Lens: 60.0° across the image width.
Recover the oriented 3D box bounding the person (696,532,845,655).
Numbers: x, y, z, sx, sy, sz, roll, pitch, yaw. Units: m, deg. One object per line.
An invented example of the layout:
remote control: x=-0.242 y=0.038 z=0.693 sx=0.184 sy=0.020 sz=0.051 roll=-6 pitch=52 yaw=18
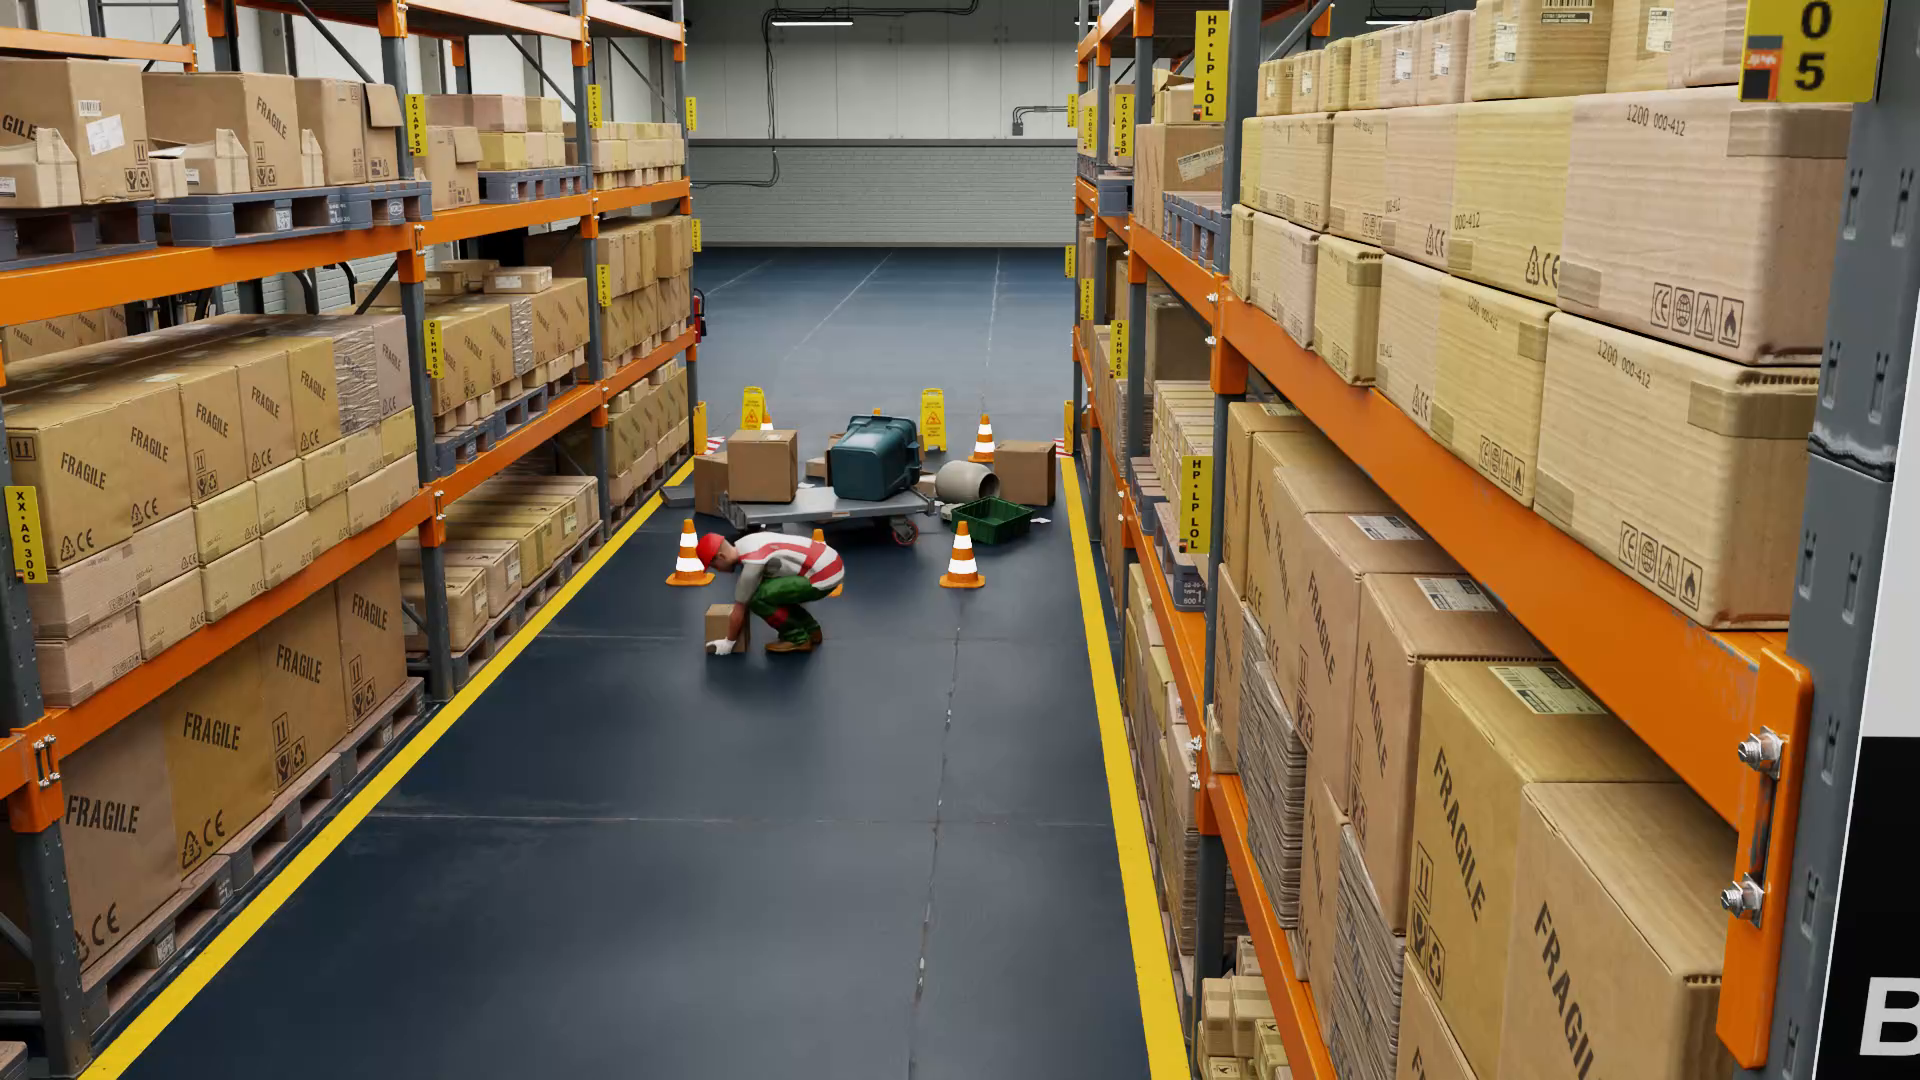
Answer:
person: x=-1.219 y=0.344 z=10.770 sx=0.946 sy=0.813 sz=0.534 roll=0 pitch=14 yaw=0
